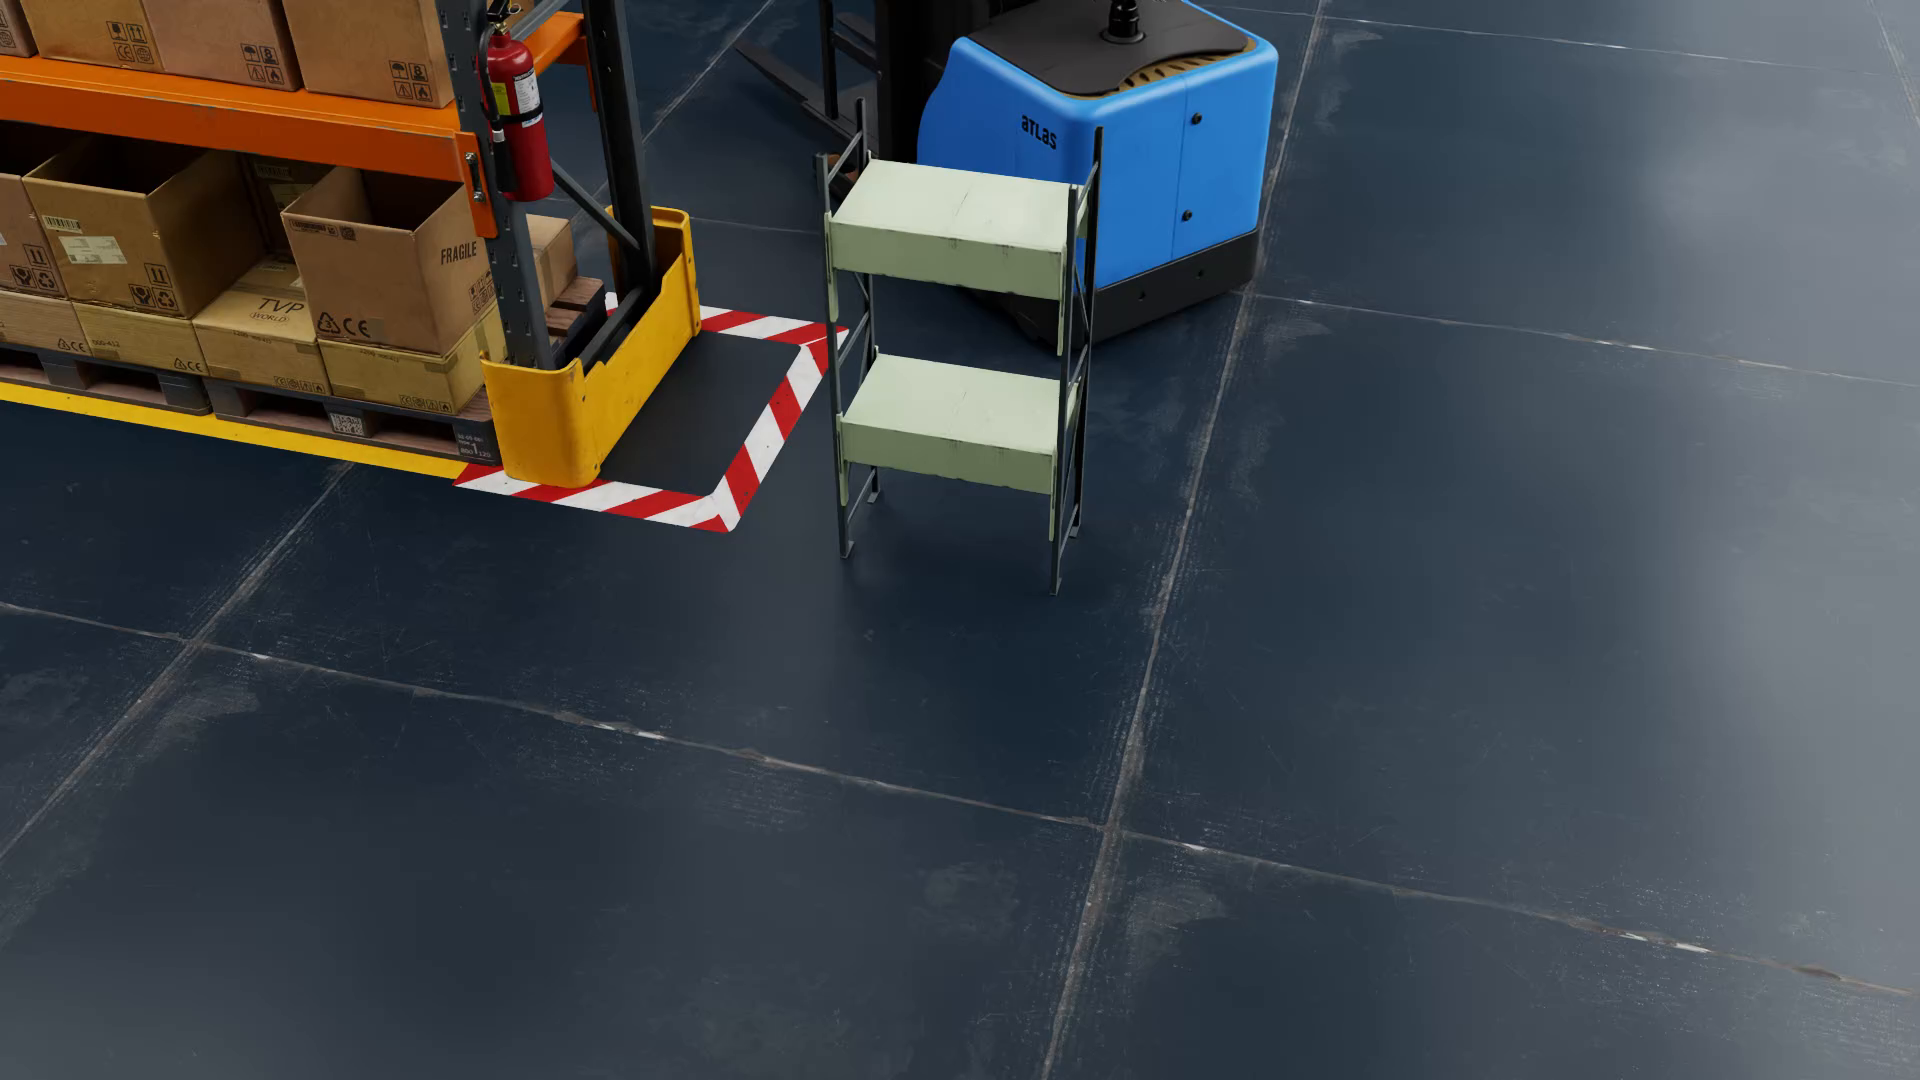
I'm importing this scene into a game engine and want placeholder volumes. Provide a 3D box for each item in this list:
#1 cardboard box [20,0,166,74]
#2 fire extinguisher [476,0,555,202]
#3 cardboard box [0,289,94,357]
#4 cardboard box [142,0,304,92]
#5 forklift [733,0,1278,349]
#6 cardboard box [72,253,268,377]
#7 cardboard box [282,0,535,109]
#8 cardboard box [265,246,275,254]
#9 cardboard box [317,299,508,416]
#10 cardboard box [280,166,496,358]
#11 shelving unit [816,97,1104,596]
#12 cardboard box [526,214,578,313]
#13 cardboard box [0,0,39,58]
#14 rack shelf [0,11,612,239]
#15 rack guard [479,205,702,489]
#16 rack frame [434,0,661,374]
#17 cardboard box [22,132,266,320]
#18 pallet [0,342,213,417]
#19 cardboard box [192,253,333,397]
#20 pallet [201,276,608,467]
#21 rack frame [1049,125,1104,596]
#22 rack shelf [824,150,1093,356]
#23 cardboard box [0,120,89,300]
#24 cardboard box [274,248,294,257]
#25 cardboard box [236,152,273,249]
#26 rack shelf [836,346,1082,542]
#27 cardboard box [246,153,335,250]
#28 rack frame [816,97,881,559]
[{"bbox_3d":[-2.814,-2.012,5.736,0.500,0.500,0.700,10,41,12],"label":"cardboard box"},{"bbox_3d":[-1.386,-1.380,5.121,0.183,0.674,0.296,10,41,11],"label":"fire extinguisher"},{"bbox_3d":[-3.426,-0.973,6.388,0.500,0.250,0.500,10,41,11],"label":"cardboard box"},{"bbox_3d":[-2.336,-1.926,5.633,0.500,0.500,0.700,11,41,13],"label":"cardboard box"},{"bbox_3d":[-0.016,-2.782,6.784,1.130,2.935,3.031,-24,46,-26],"label":"forklift"},{"bbox_3d":[-2.944,-0.889,6.288,0.500,0.250,0.500,10,41,11],"label":"cardboard box"},{"bbox_3d":[-1.828,-1.842,5.533,0.500,0.500,0.700,10,41,11],"label":"cardboard box"},{"bbox_3d":[-2.807,-1.217,6.679,0.500,0.250,0.500,10,41,11],"label":"cardboard box"},{"bbox_3d":[-1.974,-0.731,6.100,0.500,0.250,0.500,10,41,11],"label":"cardboard box"},{"bbox_3d":[-1.975,-1.017,5.857,0.500,0.500,0.500,10,41,11],"label":"cardboard box"},{"bbox_3d":[0.006,-0.573,5.266,0.755,1.500,0.431,10,41,11],"label":"shelving unit"},{"bbox_3d":[-1.840,-1.053,6.483,0.500,0.250,0.500,10,41,11],"label":"cardboard box"},{"bbox_3d":[-3.324,-2.097,5.837,0.500,0.500,0.700,11,41,13],"label":"cardboard box"},{"bbox_3d":[-3.312,-1.775,6.090,4.000,0.370,1.077,10,41,11],"label":"rack shelf"},{"bbox_3d":[-1.357,-0.757,6.262,0.348,0.500,1.175,10,41,11],"label":"rack guard"},{"bbox_3d":[-1.380,-1.718,5.463,0.127,3.000,1.000,10,41,11],"label":"rack frame"},{"bbox_3d":[-2.945,-1.174,6.044,0.500,0.500,0.500,10,41,11],"label":"cardboard box"},{"bbox_3d":[-3.304,-0.955,6.723,1.213,0.211,1.003,10,41,11],"label":"pallet"},{"bbox_3d":[-2.460,-0.807,6.190,0.500,0.250,0.500,10,41,11],"label":"cardboard box"},{"bbox_3d":[-2.129,-0.751,6.480,1.213,0.211,1.003,10,41,11],"label":"pallet"},{"bbox_3d":[0.360,-0.512,5.194,0.023,1.500,0.400,10,41,11],"label":"rack frame"},{"bbox_3d":[0.006,-0.872,5.015,0.720,0.370,0.431,10,41,11],"label":"rack shelf"},{"bbox_3d":[-3.427,-1.258,6.144,0.500,0.500,0.500,10,41,11],"label":"cardboard box"},{"bbox_3d":[-2.324,-1.134,6.579,0.500,0.250,0.500,10,41,11],"label":"cardboard box"},{"bbox_3d":[-2.810,-1.497,6.429,0.500,0.500,0.500,10,41,11],"label":"cardboard box"},{"bbox_3d":[0.006,-0.324,5.476,0.720,0.370,0.431,10,41,11],"label":"rack shelf"},{"bbox_3d":[-2.324,-1.422,6.339,0.500,0.500,0.500,10,41,11],"label":"cardboard box"},{"bbox_3d":[-0.347,-0.634,5.339,0.023,1.500,0.400,10,41,11],"label":"rack frame"}]
